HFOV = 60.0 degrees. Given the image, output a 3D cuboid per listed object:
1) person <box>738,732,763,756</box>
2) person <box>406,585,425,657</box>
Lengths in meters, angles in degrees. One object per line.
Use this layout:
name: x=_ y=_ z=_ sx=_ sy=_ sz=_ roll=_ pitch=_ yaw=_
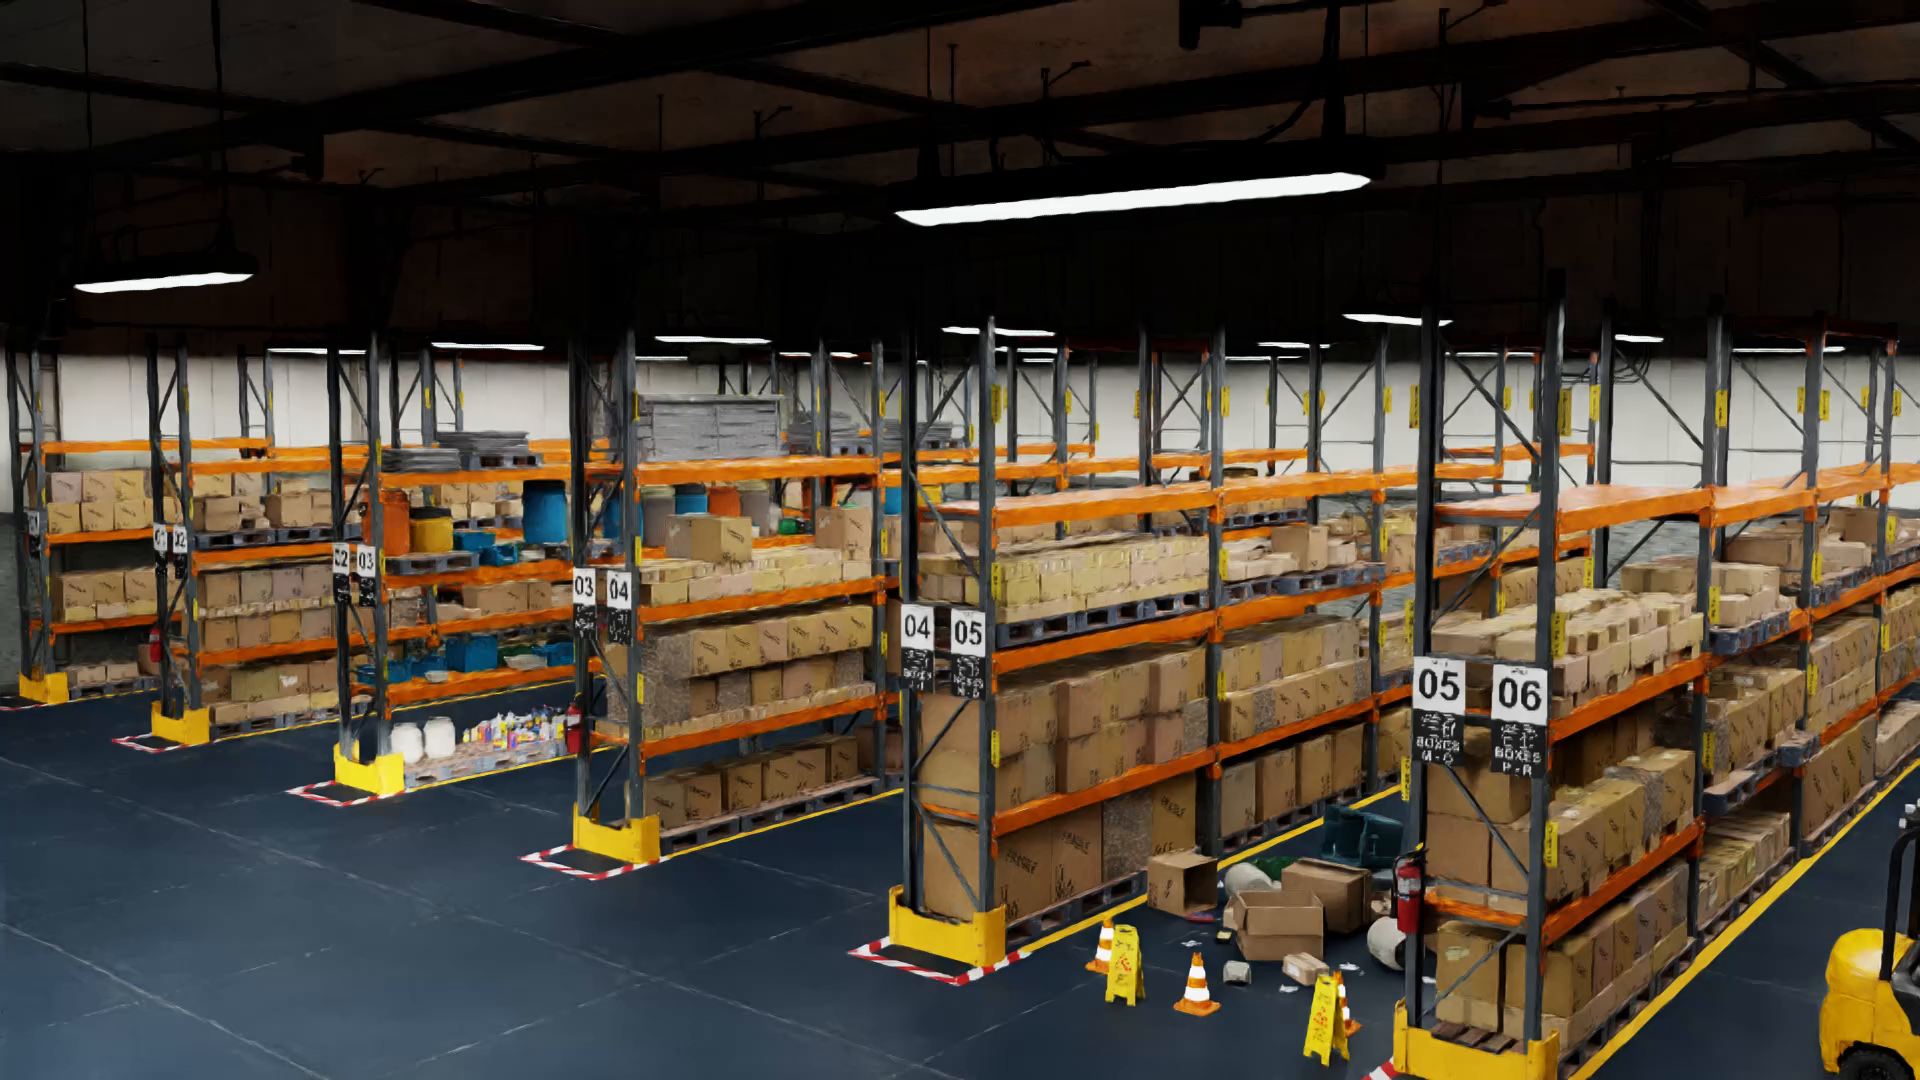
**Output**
person: x=-2.815 y=2.343 z=22.188 sx=0.530 sy=1.716 sz=0.368 roll=-4 pitch=6 yaw=-36
person: x=-9.735 y=1.583 z=29.792 sx=0.457 sy=1.776 sz=0.618 roll=1 pitch=5 yaw=8
